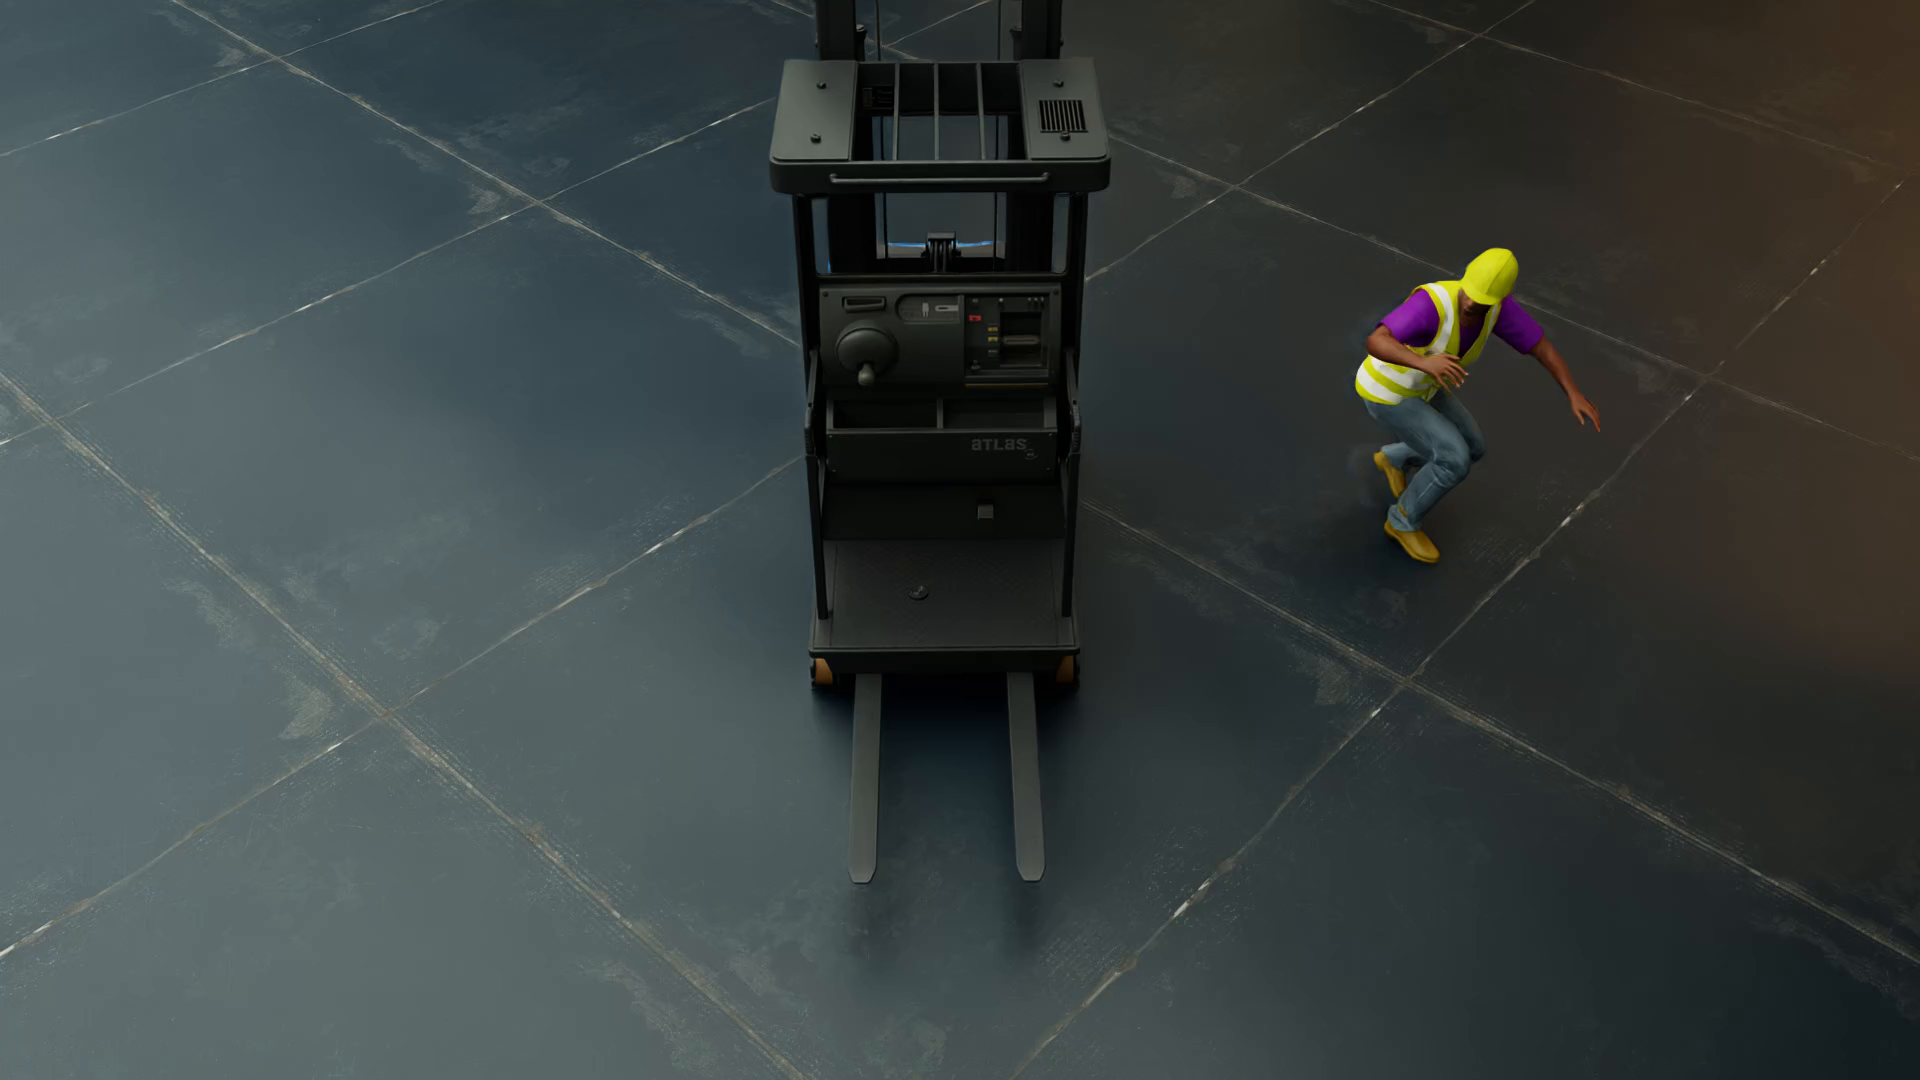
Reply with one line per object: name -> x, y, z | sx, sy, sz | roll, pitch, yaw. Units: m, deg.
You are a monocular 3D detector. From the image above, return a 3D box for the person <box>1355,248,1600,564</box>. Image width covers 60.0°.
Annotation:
person -> 2.185, -0.565, 7.220 | 0.992, 1.467, 0.837 | 33, 50, 32

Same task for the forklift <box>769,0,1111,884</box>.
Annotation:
forklift -> -0.068, -0.711, 6.257 | 1.130, 2.935, 3.031 | -1, 41, -1
